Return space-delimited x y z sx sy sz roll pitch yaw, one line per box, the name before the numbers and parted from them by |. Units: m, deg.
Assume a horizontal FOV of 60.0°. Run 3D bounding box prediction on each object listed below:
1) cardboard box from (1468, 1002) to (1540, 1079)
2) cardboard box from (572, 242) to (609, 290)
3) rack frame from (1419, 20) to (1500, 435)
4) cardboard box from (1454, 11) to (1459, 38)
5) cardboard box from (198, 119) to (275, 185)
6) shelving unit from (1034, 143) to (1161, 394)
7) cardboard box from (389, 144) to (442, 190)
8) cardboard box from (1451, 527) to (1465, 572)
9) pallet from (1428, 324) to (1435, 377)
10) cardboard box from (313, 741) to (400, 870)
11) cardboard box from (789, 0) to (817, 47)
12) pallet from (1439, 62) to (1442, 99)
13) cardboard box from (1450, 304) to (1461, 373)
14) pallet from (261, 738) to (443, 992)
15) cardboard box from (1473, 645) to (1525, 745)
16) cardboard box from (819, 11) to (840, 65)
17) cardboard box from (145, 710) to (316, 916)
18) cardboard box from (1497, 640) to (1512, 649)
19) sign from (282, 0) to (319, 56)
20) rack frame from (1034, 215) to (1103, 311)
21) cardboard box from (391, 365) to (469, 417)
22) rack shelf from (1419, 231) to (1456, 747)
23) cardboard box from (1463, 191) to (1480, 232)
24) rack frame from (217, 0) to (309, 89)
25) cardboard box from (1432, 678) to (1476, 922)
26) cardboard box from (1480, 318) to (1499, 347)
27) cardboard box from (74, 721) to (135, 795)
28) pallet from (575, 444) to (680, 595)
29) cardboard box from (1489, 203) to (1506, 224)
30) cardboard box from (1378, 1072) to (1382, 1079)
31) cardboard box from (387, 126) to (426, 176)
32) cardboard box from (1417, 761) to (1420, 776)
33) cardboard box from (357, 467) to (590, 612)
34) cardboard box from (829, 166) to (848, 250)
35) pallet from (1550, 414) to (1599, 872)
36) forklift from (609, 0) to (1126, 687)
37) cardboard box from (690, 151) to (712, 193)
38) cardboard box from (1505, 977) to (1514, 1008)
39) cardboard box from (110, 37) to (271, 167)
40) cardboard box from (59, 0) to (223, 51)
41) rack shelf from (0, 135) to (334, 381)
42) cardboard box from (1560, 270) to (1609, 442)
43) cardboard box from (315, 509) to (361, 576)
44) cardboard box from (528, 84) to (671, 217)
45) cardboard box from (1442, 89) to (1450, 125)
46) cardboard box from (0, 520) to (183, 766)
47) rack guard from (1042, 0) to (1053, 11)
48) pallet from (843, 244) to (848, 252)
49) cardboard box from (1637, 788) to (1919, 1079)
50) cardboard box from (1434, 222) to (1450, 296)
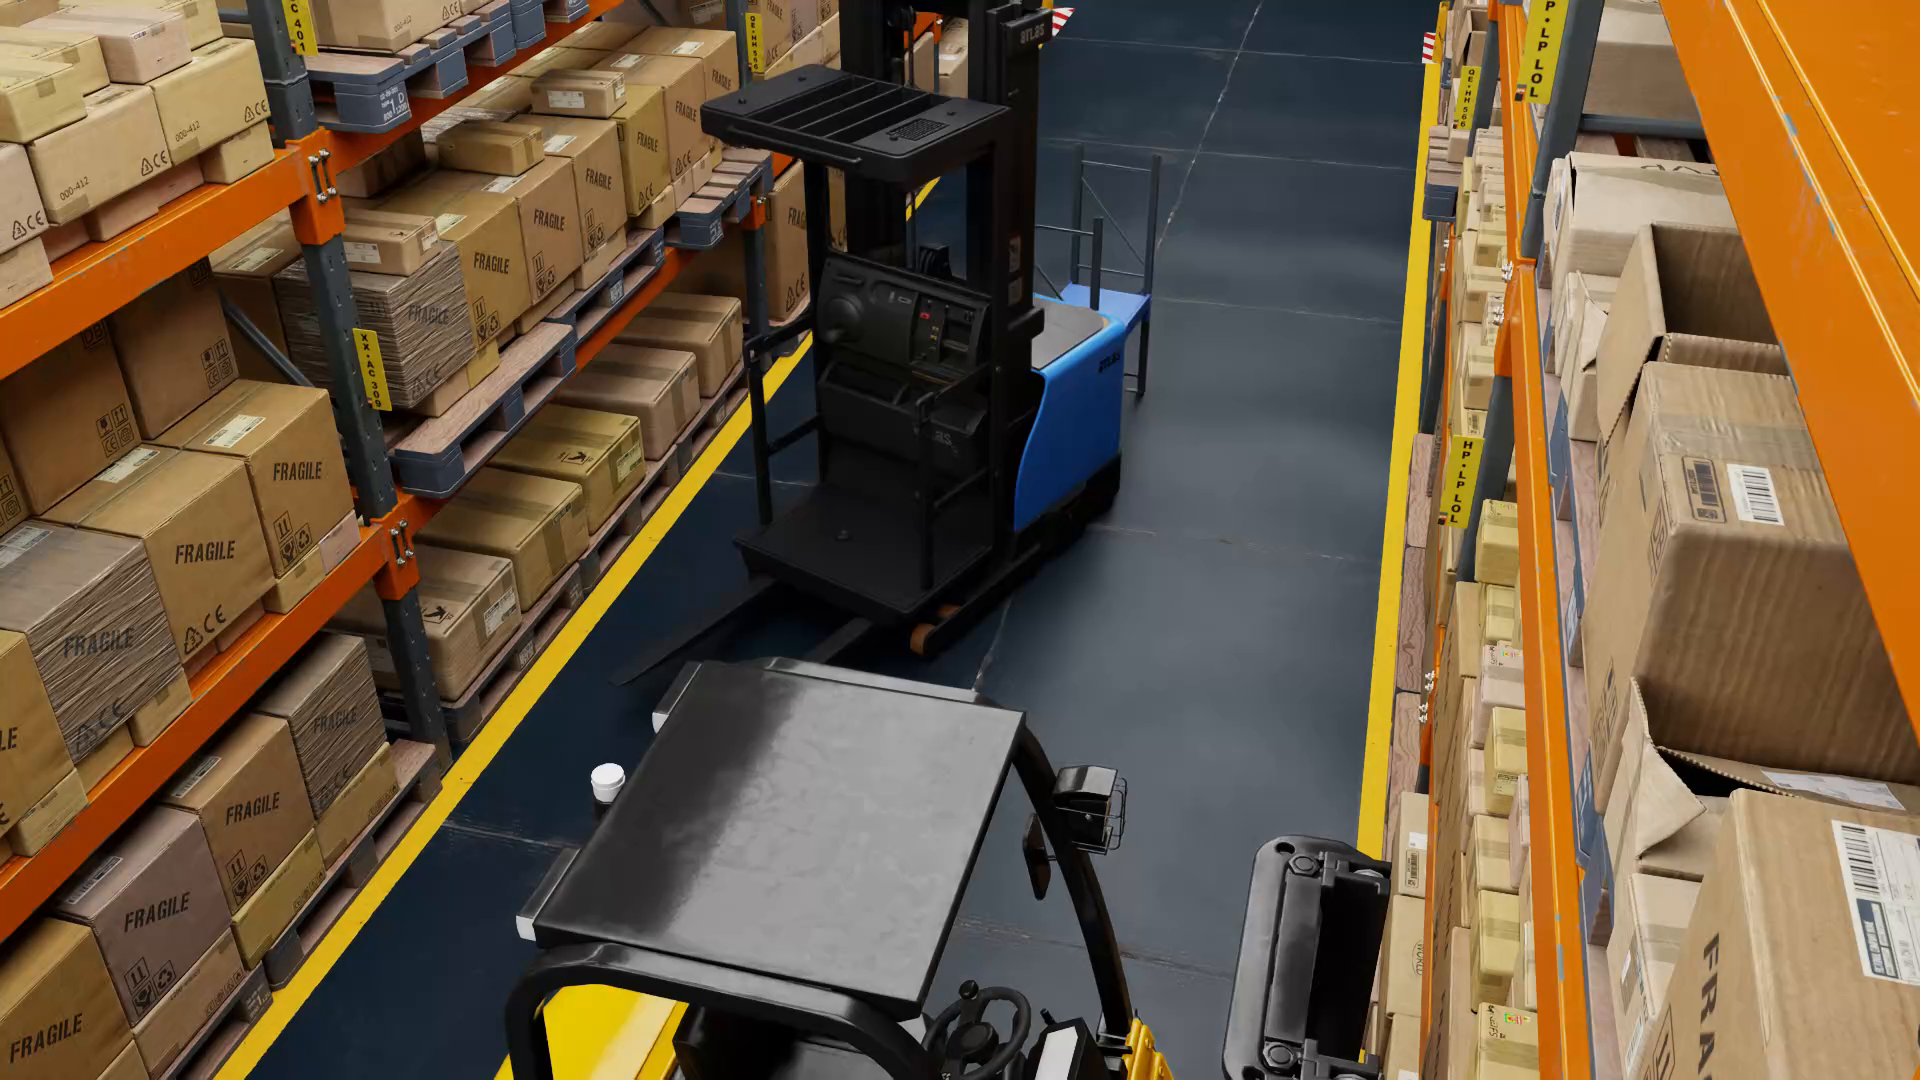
cardboard box | 1.205 1.087 3.269 0.380 0.149 0.250 9 33 13
cardboard box | -1.893 -1.318 7.870 0.380 0.149 0.250 9 34 14
rack frame | 3.121 -1.733 8.679 1.000 3.000 0.127 8 33 12
cardboard box | 3.412 -3.260 10.816 0.396 0.266 0.258 10 34 15
cardboard box | -2.481 -1.285 5.414 0.380 0.149 0.250 8 33 13
shelving unit | 0.700 -1.334 9.451 0.538 1.500 1.048 13 35 19
cardboard box | -2.540 -1.471 7.506 0.500 0.500 0.500 9 34 14
cardboard box | 1.983 -0.094 5.776 0.500 0.250 0.500 7 33 11
pallet | 3.347 -0.938 10.029 1.003 0.211 1.213 8 33 12
cardboard box | -2.587 0.996 6.559 0.500 0.250 0.500 10 34 15
cardboard box | -1.203 -3.352 10.202 0.500 0.500 0.500 8 33 13
pallet | 4.930 -4.254 15.245 1.003 0.211 1.213 8 33 12
cardboard box | 2.515 -0.944 7.578 0.500 0.250 0.500 7 33 11
pallet | -2.833 1.199 6.667 1.003 0.211 1.213 8 33 12
cardboard box | 1.538 0.428 4.306 0.380 0.149 0.250 9 33 13
cardboard box | -1.043 -3.308 10.832 0.500 0.250 0.500 8 33 12
cardboard box | -2.714 0.944 5.942 0.500 0.500 0.500 9 33 13
cardboard box | 1.667 0.430 4.579 0.380 0.149 0.250 8 33 12
sign | -2.170 -1.745 5.421 0.100 0.325 0.005 8 33 12
rack frame | 0.504 -1.083 9.055 0.500 1.500 0.032 13 35 19
cardboard box | -2.251 -0.646 6.813 0.380 0.149 0.250 8 33 13
rack shelf | 2.613 -0.391 7.240 1.077 0.370 4.000 8 33 12
cardboard box | 2.644 -1.424 7.867 0.500 0.250 0.500 9 34 14
rack frame | -2.696 -2.862 4.865 1.000 3.000 0.127 8 33 12
cardboard box | 1.624 0.768 4.652 0.500 0.500 0.500 9 33 13
cardboard box | 2.204 -0.718 6.386 0.380 0.149 0.250 7 33 11
cardboard box | -2.832 0.640 5.182 0.380 0.149 0.250 7 33 12
pallet | -2.193 -0.193 8.857 1.003 0.211 1.213 8 33 12
cardboard box | 2.559 -1.376 7.420 0.380 0.149 0.250 8 33 13
cardboard box | 1.420 1.845 4.757 0.500 0.250 0.500 8 33 12
cardboard box | -2.589 -1.725 7.300 0.380 0.149 0.250 7 33 10
cardboard box | 2.227 0.896 6.367 0.875 0.625 0.625 9 34 15
cardboard box | -2.387 -0.045 8.083 0.950 0.372 0.625 10 34 15
cardboard box | -1.195 -2.496 11.470 0.875 0.875 0.875 8 33 13
pallet | 1.603 0.192 2.939 1.003 0.211 1.213 8 33 12
forklift | -0.401 -0.978 7.556 1.130 2.935 3.031 21 38 30
cardboard box | -1.556 -1.990 8.927 0.380 0.149 0.250 8 33 12
cardboard box | 1.360 1.099 3.528 0.380 0.149 0.250 8 33 12
cardboard box | -2.548 -1.392 5.211 0.500 0.250 0.500 8 33 12
cardboard box | -2.566 -1.633 5.218 0.380 0.149 0.250 9 33 13
rack shelf | -3.204 -0.255 4.230 1.077 0.370 4.000 8 33 12
cardboard box | 1.435 -0.357 3.360 0.396 0.266 0.258 7 33 11
cardboard box | -2.483 -0.016 6.214 0.380 0.149 0.250 8 33 12
cardboard box | -1.775 -1.946 8.253 0.500 0.500 0.500 6 33 9
cardboard box | 4.386 -3.725 13.752 0.700 0.500 0.500 7 33 11
cardboard box | -2.820 0.304 5.106 0.500 0.500 0.500 9 34 14
rack guard | 0.355 -5.515 16.960 1.175 0.500 0.348 8 33 12
pallet | -1.097 -2.260 12.108 1.003 0.211 1.213 8 33 12
cardboard box | 0.967 0.628 1.592 0.500 0.500 0.500 9 34 14
cardboard box | 3.401 -1.906 10.891 0.500 0.500 0.500 7 33 11
